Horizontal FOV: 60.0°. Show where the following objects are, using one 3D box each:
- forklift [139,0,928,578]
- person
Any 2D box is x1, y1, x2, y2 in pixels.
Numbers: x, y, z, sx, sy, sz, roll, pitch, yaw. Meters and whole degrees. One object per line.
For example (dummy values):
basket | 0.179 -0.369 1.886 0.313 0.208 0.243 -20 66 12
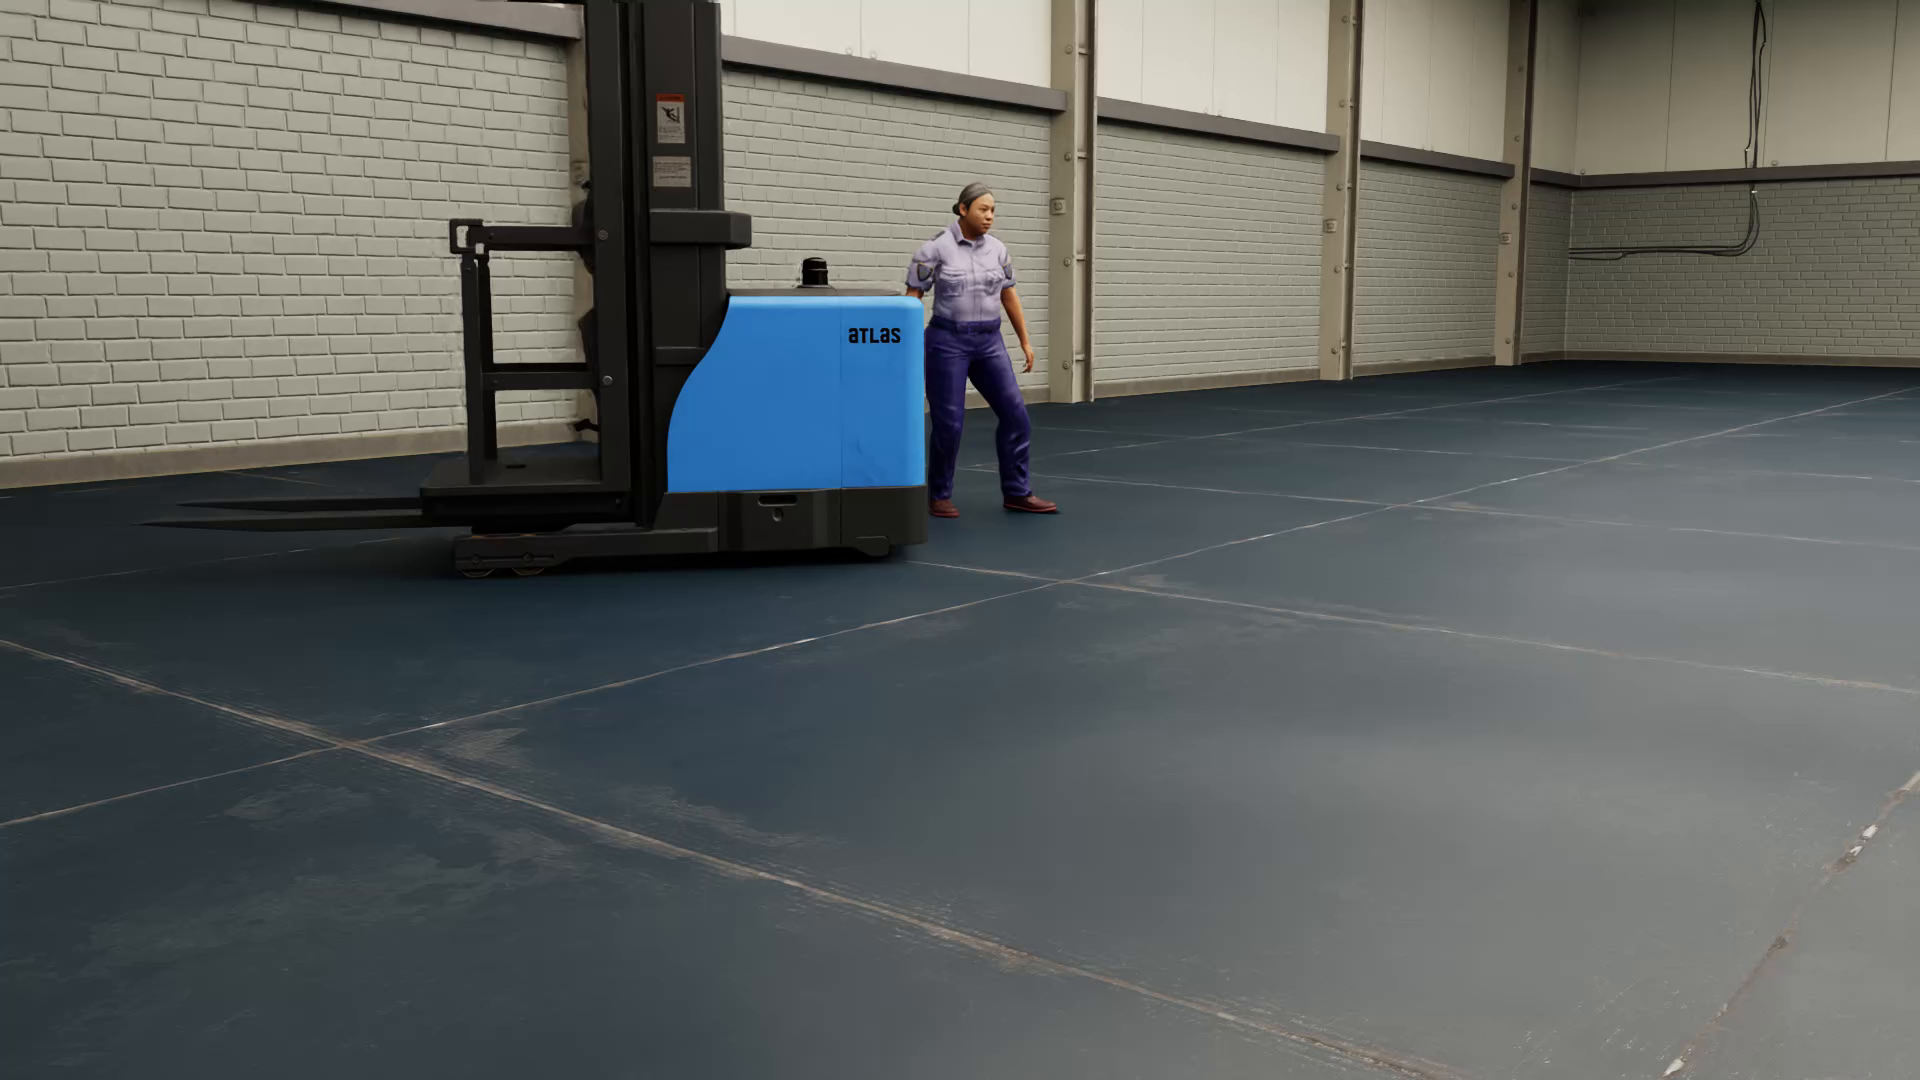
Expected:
forklift | -1.704 -1.387 6.762 3.031 2.935 1.130 -2 9 -13
person | 0.070 -0.930 8.207 0.796 1.621 0.374 -4 9 -25
